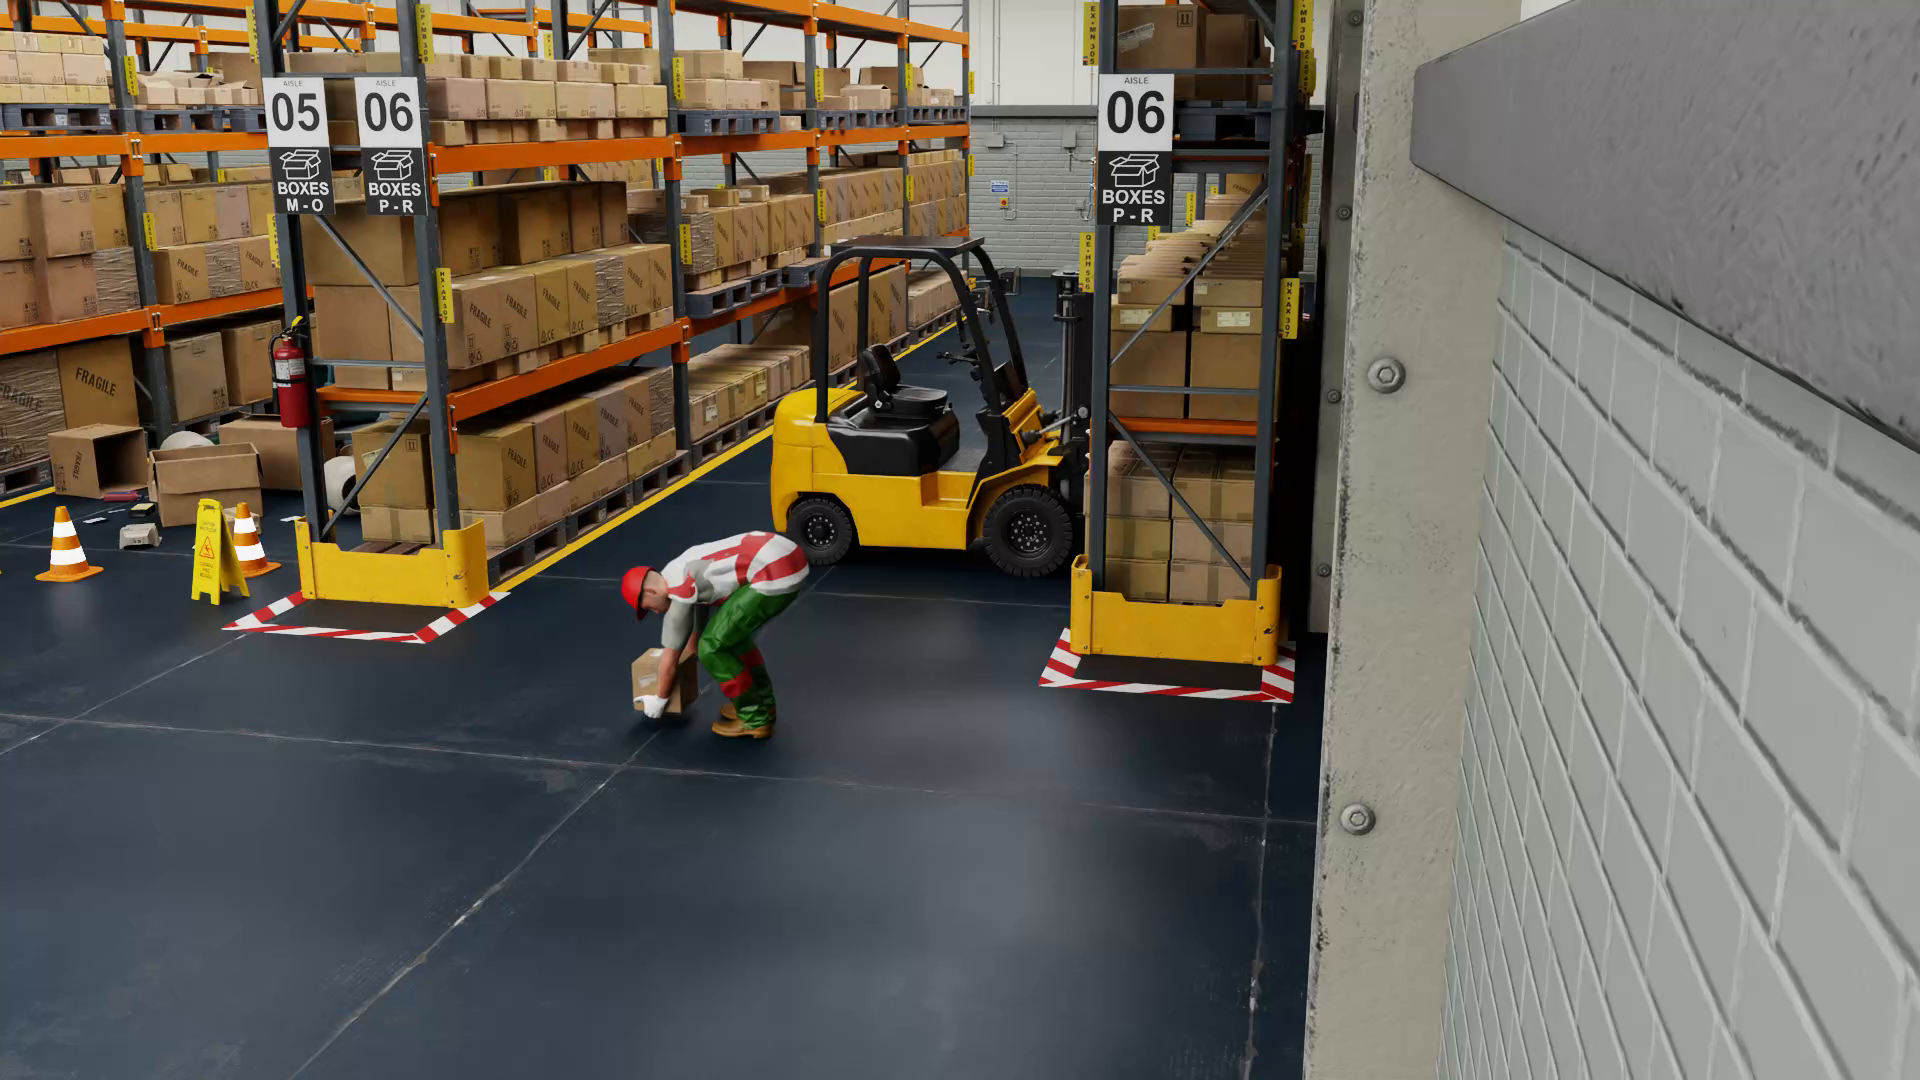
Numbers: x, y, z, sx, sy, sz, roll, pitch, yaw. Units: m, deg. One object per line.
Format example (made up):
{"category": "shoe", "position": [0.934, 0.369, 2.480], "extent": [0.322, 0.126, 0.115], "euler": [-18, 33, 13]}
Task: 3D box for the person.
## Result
{"category": "person", "position": [-1.228, 0.451, 8.288], "extent": [0.941, 0.997, 0.524], "euler": [2, 15, 8]}
